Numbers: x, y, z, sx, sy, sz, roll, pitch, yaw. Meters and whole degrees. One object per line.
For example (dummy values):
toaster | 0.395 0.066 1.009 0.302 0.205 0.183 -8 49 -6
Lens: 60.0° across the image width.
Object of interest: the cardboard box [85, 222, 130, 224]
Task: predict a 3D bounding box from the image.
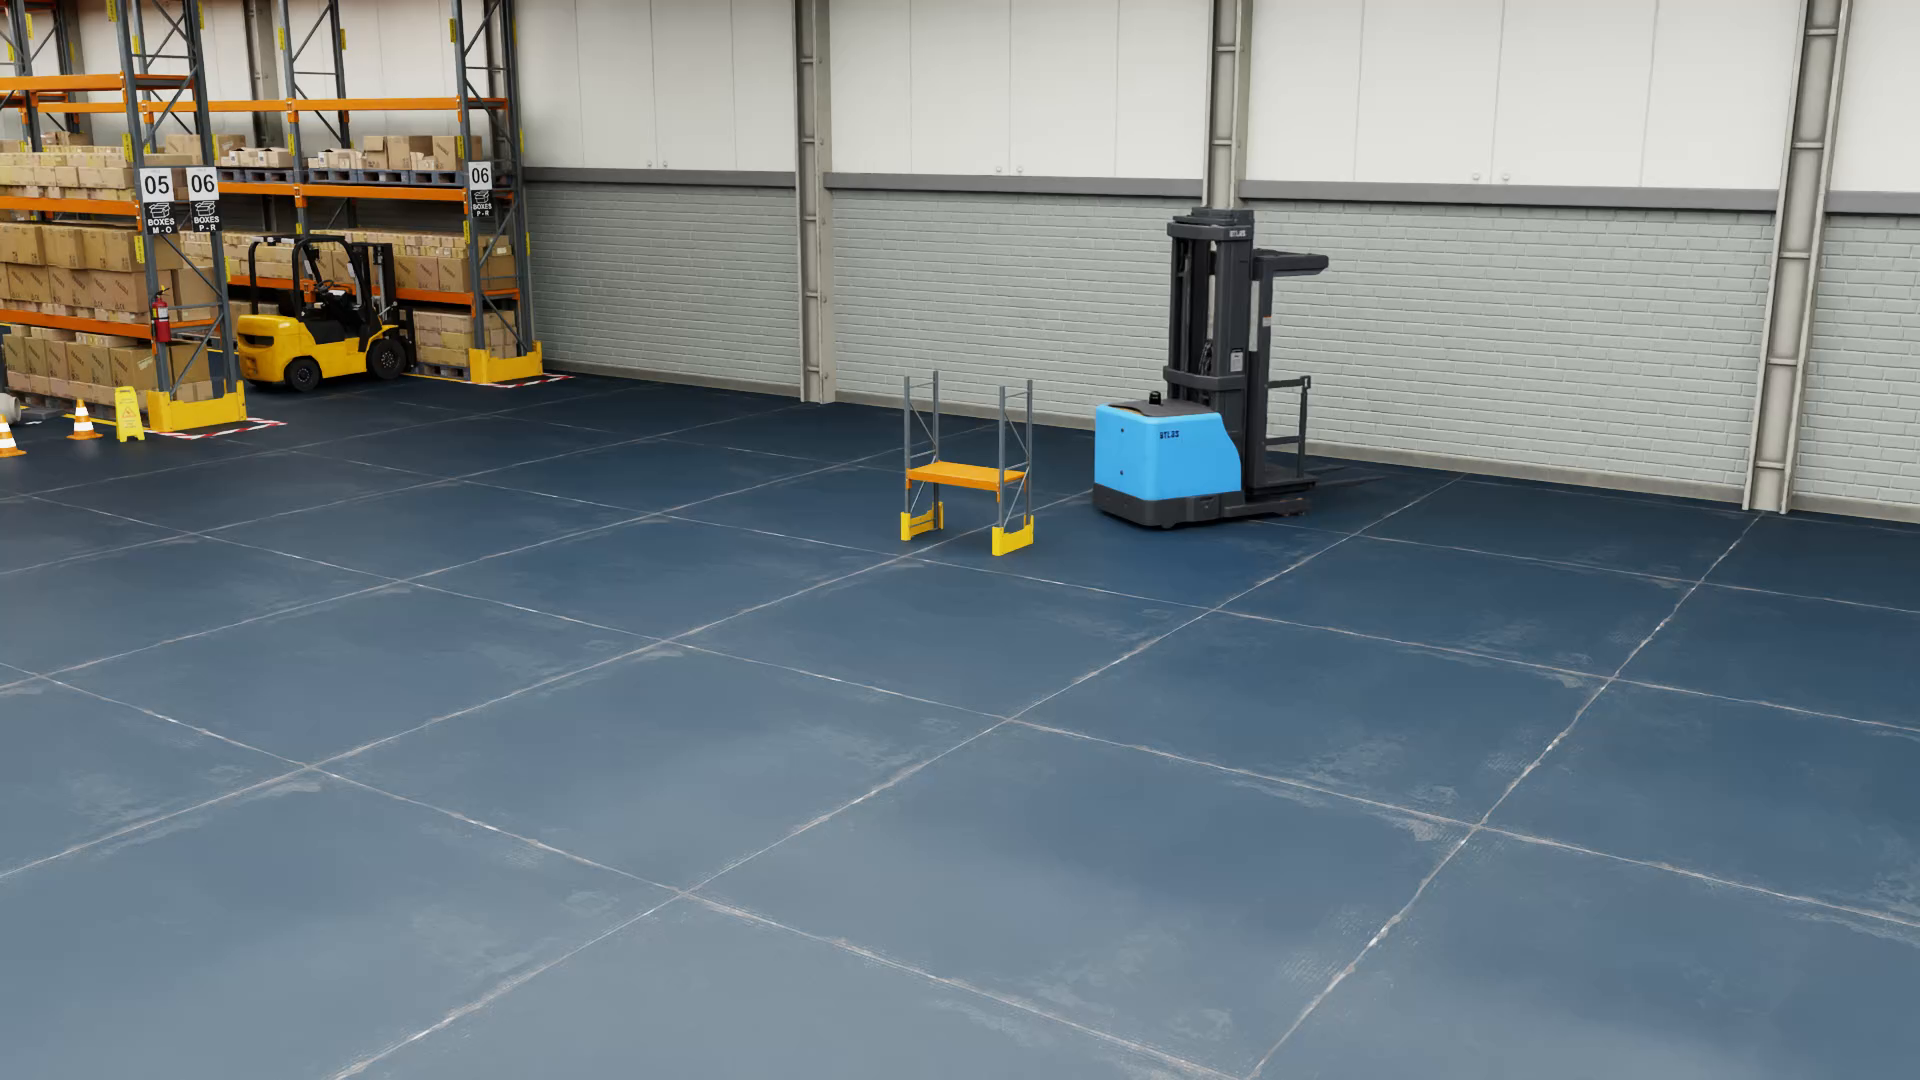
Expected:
cardboard box | -15.460 -5.484 30.080 0.500 0.500 0.700 9 17 33

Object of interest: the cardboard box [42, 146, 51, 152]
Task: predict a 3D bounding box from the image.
cardboard box | -16.366 -7.055 30.088 0.250 0.149 0.380 9 16 32

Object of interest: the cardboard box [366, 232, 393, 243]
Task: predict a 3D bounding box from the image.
cardboard box | -8.967 -4.692 25.785 0.250 0.149 0.380 9 17 33

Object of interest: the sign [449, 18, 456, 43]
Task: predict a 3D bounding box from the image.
sign | -7.175 -7.204 23.517 0.005 0.325 0.100 9 17 33

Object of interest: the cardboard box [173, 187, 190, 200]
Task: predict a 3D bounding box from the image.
cardboard box | -9.721 -4.360 20.900 0.250 0.149 0.380 9 17 33

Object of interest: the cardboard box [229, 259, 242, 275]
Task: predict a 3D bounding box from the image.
cardboard box | -11.991 -4.592 27.872 0.500 0.250 0.500 10 17 35

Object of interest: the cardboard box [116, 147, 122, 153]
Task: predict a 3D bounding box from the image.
cardboard box | -14.544 -6.812 29.148 0.250 0.149 0.380 9 16 32

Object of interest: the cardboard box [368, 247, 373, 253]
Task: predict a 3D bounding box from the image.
cardboard box | -9.015 -4.534 25.765 0.250 0.149 0.380 9 16 31

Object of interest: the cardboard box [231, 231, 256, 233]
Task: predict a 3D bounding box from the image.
cardboard box | -12.239 -5.210 28.498 0.250 0.149 0.380 9 17 32

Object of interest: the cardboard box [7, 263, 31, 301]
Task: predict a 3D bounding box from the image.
cardboard box | -12.307 -3.469 22.192 0.500 0.500 0.500 9 17 33

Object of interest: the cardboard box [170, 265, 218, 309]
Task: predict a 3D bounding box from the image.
cardboard box | -9.865 -3.228 21.221 0.500 0.500 0.500 9 16 32

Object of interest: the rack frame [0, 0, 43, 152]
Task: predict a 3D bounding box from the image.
rack frame | -12.946 -6.365 22.235 0.127 3.000 1.000 9 17 33

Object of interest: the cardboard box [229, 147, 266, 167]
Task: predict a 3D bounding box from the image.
cardboard box | -11.553 -6.260 27.156 0.500 0.311 0.500 9 16 31

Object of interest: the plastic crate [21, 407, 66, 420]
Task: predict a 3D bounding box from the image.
plastic crate | -12.101 -1.662 21.796 0.583 0.080 0.402 3 14 14

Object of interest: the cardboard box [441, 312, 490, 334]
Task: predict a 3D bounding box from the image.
cardboard box | -7.416 -3.261 24.947 0.500 0.250 0.500 10 17 35

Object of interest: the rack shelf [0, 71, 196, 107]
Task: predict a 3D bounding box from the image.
rack shelf | -11.287 -5.746 21.239 4.000 0.370 1.077 9 17 33

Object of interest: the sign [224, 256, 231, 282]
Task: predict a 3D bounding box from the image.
sign | -9.324 -3.445 21.122 0.005 0.325 0.100 9 17 33

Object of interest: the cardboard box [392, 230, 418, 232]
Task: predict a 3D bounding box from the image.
cardboard box | -8.701 -4.790 26.181 0.250 0.149 0.380 9 16 32

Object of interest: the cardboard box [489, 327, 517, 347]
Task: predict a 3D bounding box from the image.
cardboard box | -7.134 -3.123 25.431 0.500 0.250 0.500 10 17 34

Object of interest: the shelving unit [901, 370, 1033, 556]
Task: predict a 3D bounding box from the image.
shelving unit | 0.063 -0.718 15.028 1.083 1.500 0.587 9 17 33

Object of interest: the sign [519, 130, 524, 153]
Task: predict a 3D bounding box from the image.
sign | -6.545 -5.935 24.758 0.005 0.325 0.100 9 17 33

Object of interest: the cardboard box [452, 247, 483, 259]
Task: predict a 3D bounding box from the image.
cardboard box | -7.304 -4.261 24.661 0.250 0.149 0.380 9 17 34

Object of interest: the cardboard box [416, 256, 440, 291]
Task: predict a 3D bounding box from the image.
cardboard box | -7.840 -4.040 25.121 0.500 0.500 0.500 10 17 35

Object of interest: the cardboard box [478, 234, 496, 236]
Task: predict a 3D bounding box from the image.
cardboard box | -7.205 -4.550 25.212 0.250 0.149 0.380 10 17 35

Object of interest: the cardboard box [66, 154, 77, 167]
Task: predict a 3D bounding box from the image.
cardboard box | -11.070 -4.816 21.083 0.250 0.149 0.380 9 16 31

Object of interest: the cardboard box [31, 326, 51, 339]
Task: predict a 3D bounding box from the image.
cardboard box | -12.110 -2.771 22.138 0.250 0.149 0.380 10 17 35

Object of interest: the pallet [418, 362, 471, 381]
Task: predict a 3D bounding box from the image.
pallet | -7.518 -2.647 25.505 1.213 0.211 1.003 9 17 33

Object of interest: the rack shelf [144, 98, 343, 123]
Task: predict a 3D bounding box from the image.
rack shelf | -11.839 -7.080 27.453 4.000 0.370 1.077 9 17 33

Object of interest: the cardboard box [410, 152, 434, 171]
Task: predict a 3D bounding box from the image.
cardboard box | -7.928 -5.634 24.724 0.258 0.266 0.396 9 17 33

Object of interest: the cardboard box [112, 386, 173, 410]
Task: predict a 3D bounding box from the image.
cardboard box | -10.468 -1.844 21.303 0.500 0.250 0.500 9 17 33

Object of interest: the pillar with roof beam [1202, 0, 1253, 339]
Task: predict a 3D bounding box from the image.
pillar with roof beam | 0.620 -4.624 15.203 0.400 9.000 9.100 9 17 33

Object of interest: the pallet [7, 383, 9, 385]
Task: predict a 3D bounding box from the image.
pallet | -13.593 -2.203 23.712 1.213 0.211 1.003 9 17 33

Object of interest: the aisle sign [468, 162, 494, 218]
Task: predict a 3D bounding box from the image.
aisle sign | -6.969 -5.101 24.205 0.004 0.787 0.394 9 17 33

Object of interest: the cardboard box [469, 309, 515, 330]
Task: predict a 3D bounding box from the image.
cardboard box | -7.153 -3.363 25.362 0.500 0.250 0.500 9 16 32

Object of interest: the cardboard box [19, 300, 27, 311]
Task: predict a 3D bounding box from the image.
cardboard box | -12.388 -3.172 22.343 0.250 0.149 0.380 9 17 33

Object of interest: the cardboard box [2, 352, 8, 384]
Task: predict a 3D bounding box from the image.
cardboard box | -13.383 -2.451 23.504 0.625 0.372 0.950 9 17 34

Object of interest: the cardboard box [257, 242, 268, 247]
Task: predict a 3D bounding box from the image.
cardboard box | -11.277 -4.891 27.208 0.250 0.149 0.380 9 16 31

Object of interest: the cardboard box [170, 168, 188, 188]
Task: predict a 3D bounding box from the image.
cardboard box | -9.896 -4.565 20.898 0.500 0.250 0.500 9 16 32

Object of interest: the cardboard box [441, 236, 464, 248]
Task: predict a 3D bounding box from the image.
cardboard box | -7.497 -4.447 24.796 0.250 0.149 0.380 9 17 33

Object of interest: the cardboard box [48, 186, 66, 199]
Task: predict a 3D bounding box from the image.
cardboard box | -11.379 -4.440 21.223 0.250 0.149 0.380 9 16 32

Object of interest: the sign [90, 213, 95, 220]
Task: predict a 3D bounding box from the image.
sign | -16.511 -6.189 31.600 0.005 0.325 0.100 9 17 33

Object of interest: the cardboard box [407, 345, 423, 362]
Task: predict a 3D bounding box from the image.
cardboard box | -8.244 -2.913 25.625 0.500 0.250 0.500 9 17 33

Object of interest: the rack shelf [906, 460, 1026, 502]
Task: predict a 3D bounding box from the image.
rack shelf | 0.071 -0.542 15.067 1.000 0.185 0.538 9 17 33

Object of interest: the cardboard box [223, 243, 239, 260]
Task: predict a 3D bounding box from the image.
cardboard box | -11.989 -4.837 27.817 0.500 0.250 0.500 9 17 34

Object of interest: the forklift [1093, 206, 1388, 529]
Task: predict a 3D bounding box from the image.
forklift | 2.852 -1.752 16.228 3.031 2.935 1.130 -7 15 -26

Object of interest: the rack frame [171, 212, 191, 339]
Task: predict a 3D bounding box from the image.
rack frame | -13.498 -4.980 29.123 0.127 3.000 1.000 9 17 33

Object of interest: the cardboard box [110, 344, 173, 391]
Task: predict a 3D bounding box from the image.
cardboard box | -10.437 -2.205 21.203 0.500 0.500 0.500 9 17 33

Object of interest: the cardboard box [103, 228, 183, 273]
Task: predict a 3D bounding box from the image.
cardboard box | -10.173 -3.620 20.722 0.500 0.500 0.700 9 16 31

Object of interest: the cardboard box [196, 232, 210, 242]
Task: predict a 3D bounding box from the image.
cardboard box | -12.724 -5.144 28.230 0.250 0.149 0.380 9 17 33
